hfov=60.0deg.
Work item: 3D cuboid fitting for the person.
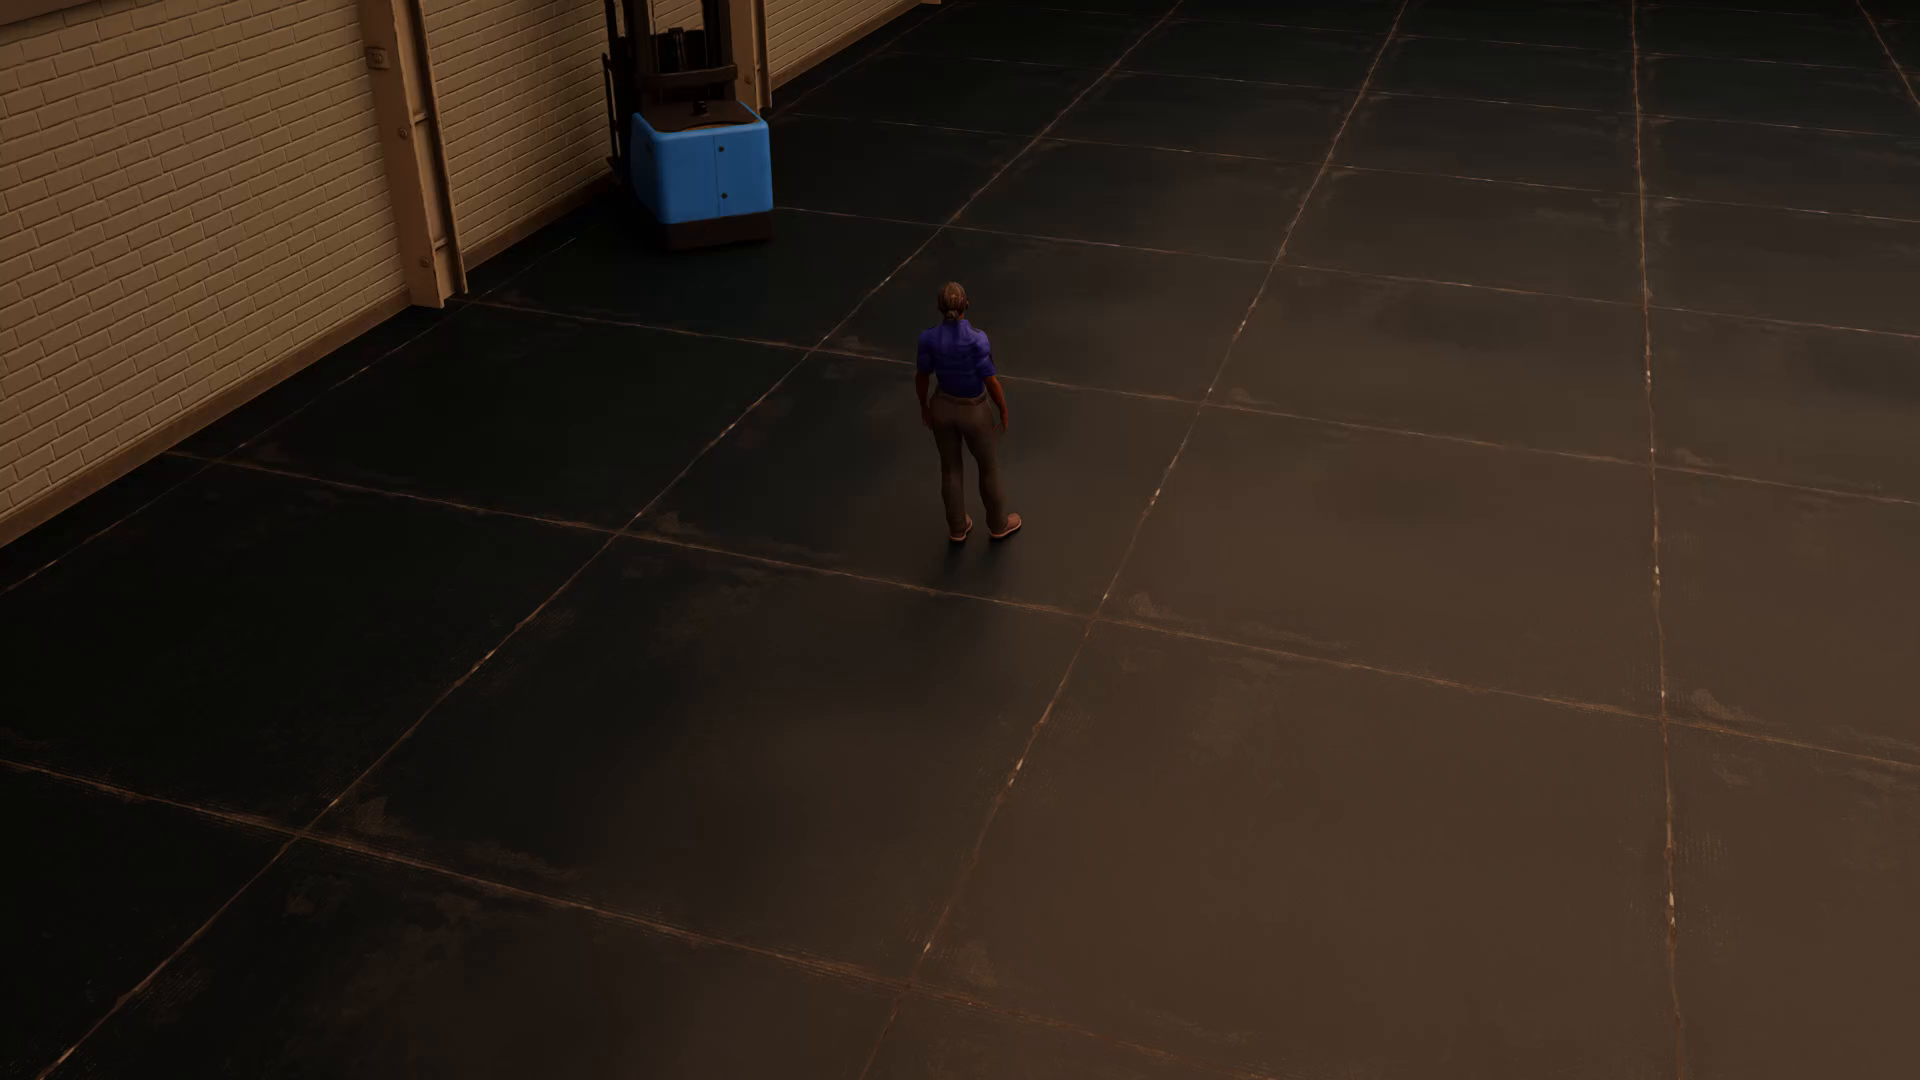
[{"bbox_3d":[0.047,-0.760,9.751,0.569,1.649,0.504,10,31,16],"label":"person"}]

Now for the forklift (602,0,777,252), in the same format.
[{"bbox_3d":[-2.654,-4.462,14.965,1.130,2.935,3.031,-12,32,-20],"label":"forklift"}]
